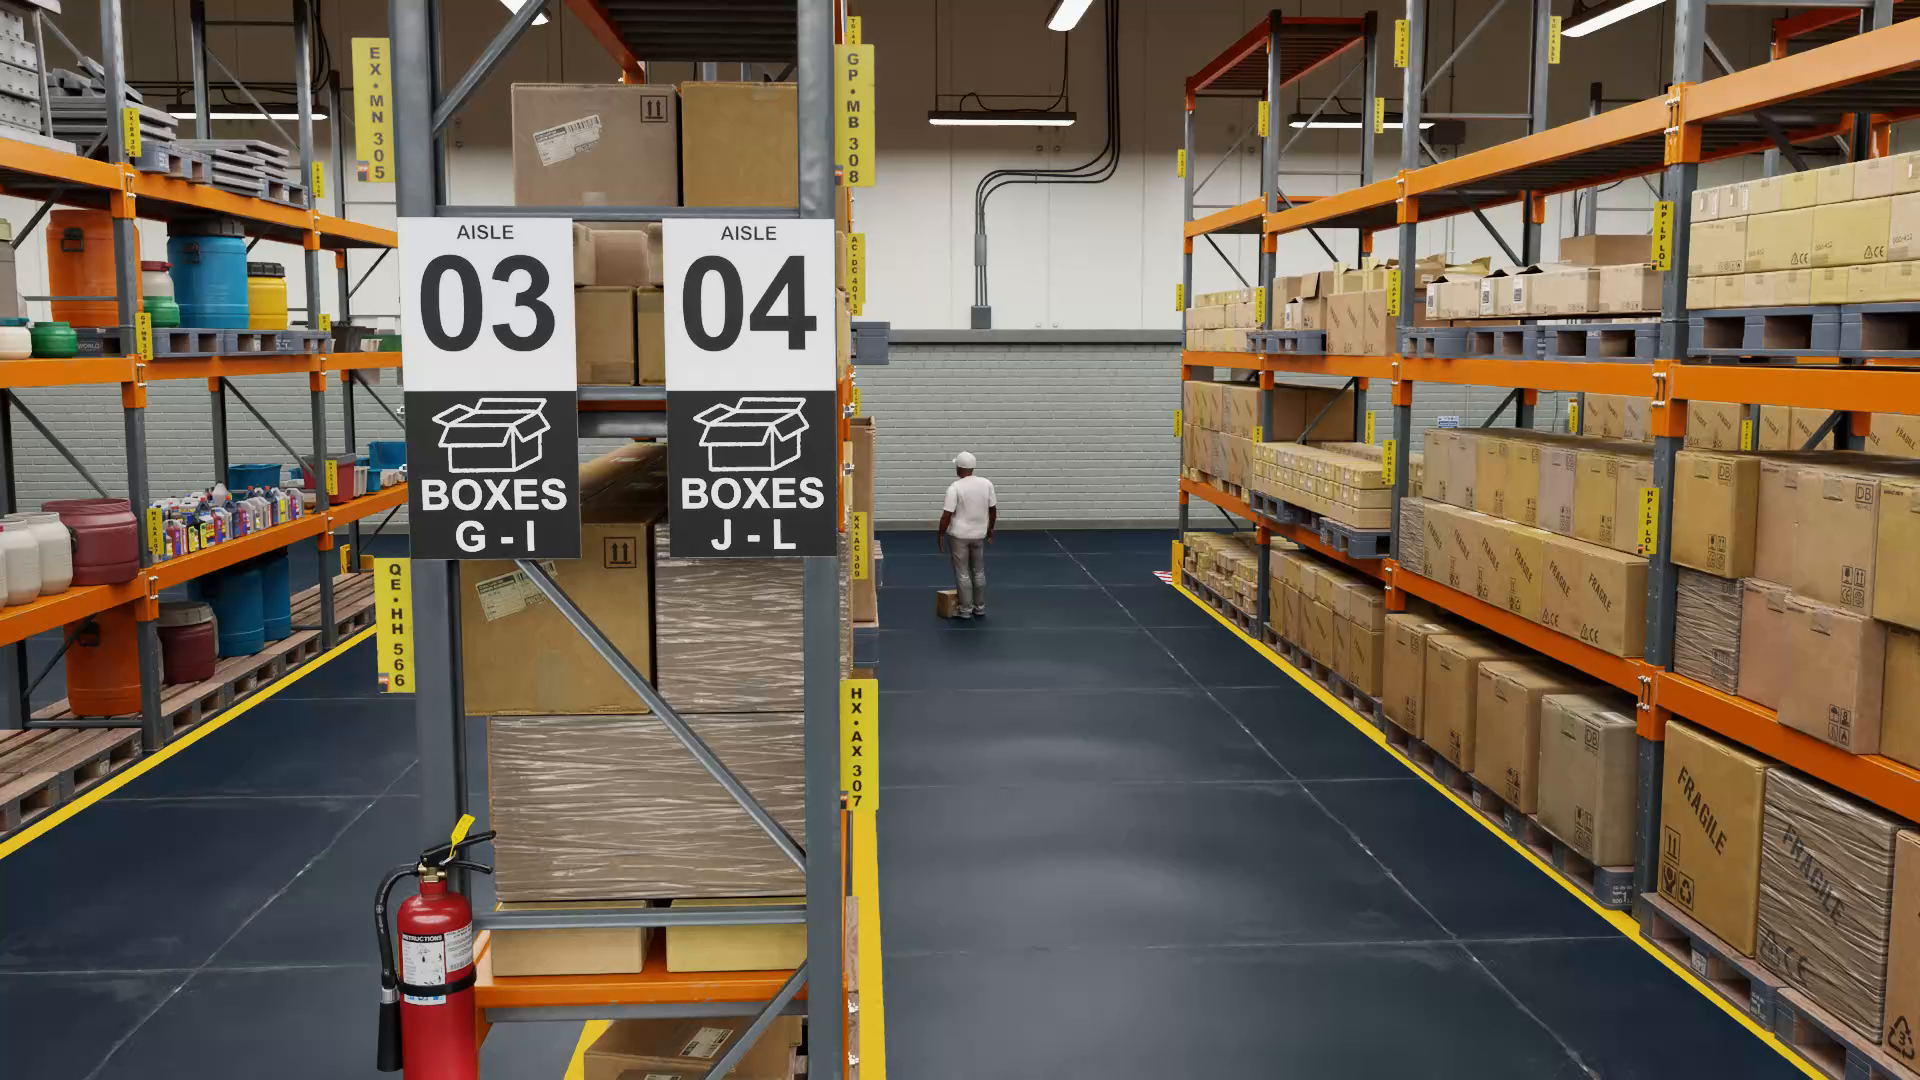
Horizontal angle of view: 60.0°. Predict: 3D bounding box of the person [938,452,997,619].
[{"bbox_3d":[0.040,-0.060,17.571,0.666,1.766,0.577,-4,8,-28],"label":"person"}]
